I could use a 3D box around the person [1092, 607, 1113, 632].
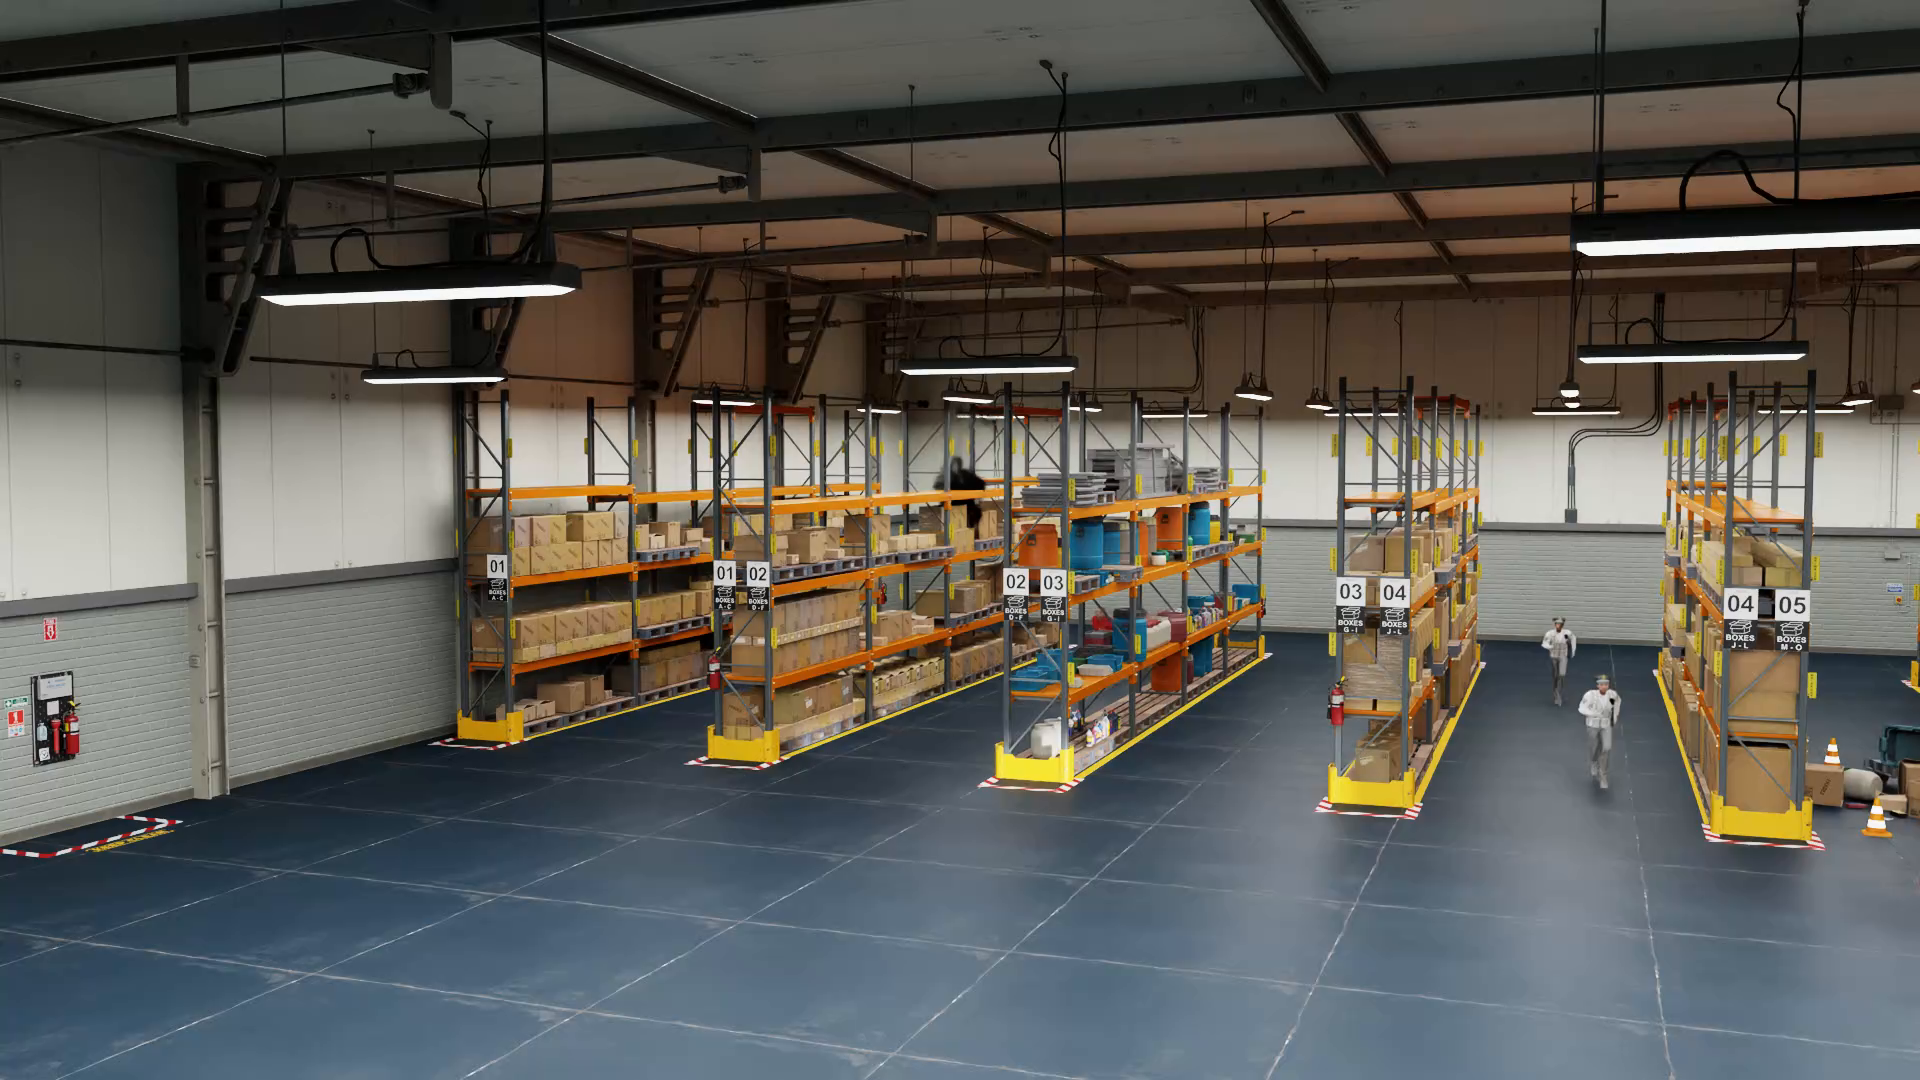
[{"bbox_3d":[3.054,2.252,34.892,0.657,1.755,0.990,2,4,27],"label":"person"}]

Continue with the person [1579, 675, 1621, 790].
[{"bbox_3d":[9.533,2.815,24.800,0.612,1.691,0.992,1,3,16],"label":"person"}]

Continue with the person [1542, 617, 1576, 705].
[{"bbox_3d":[11.825,2.359,32.838,0.638,1.731,0.874,1,3,18],"label":"person"}]
